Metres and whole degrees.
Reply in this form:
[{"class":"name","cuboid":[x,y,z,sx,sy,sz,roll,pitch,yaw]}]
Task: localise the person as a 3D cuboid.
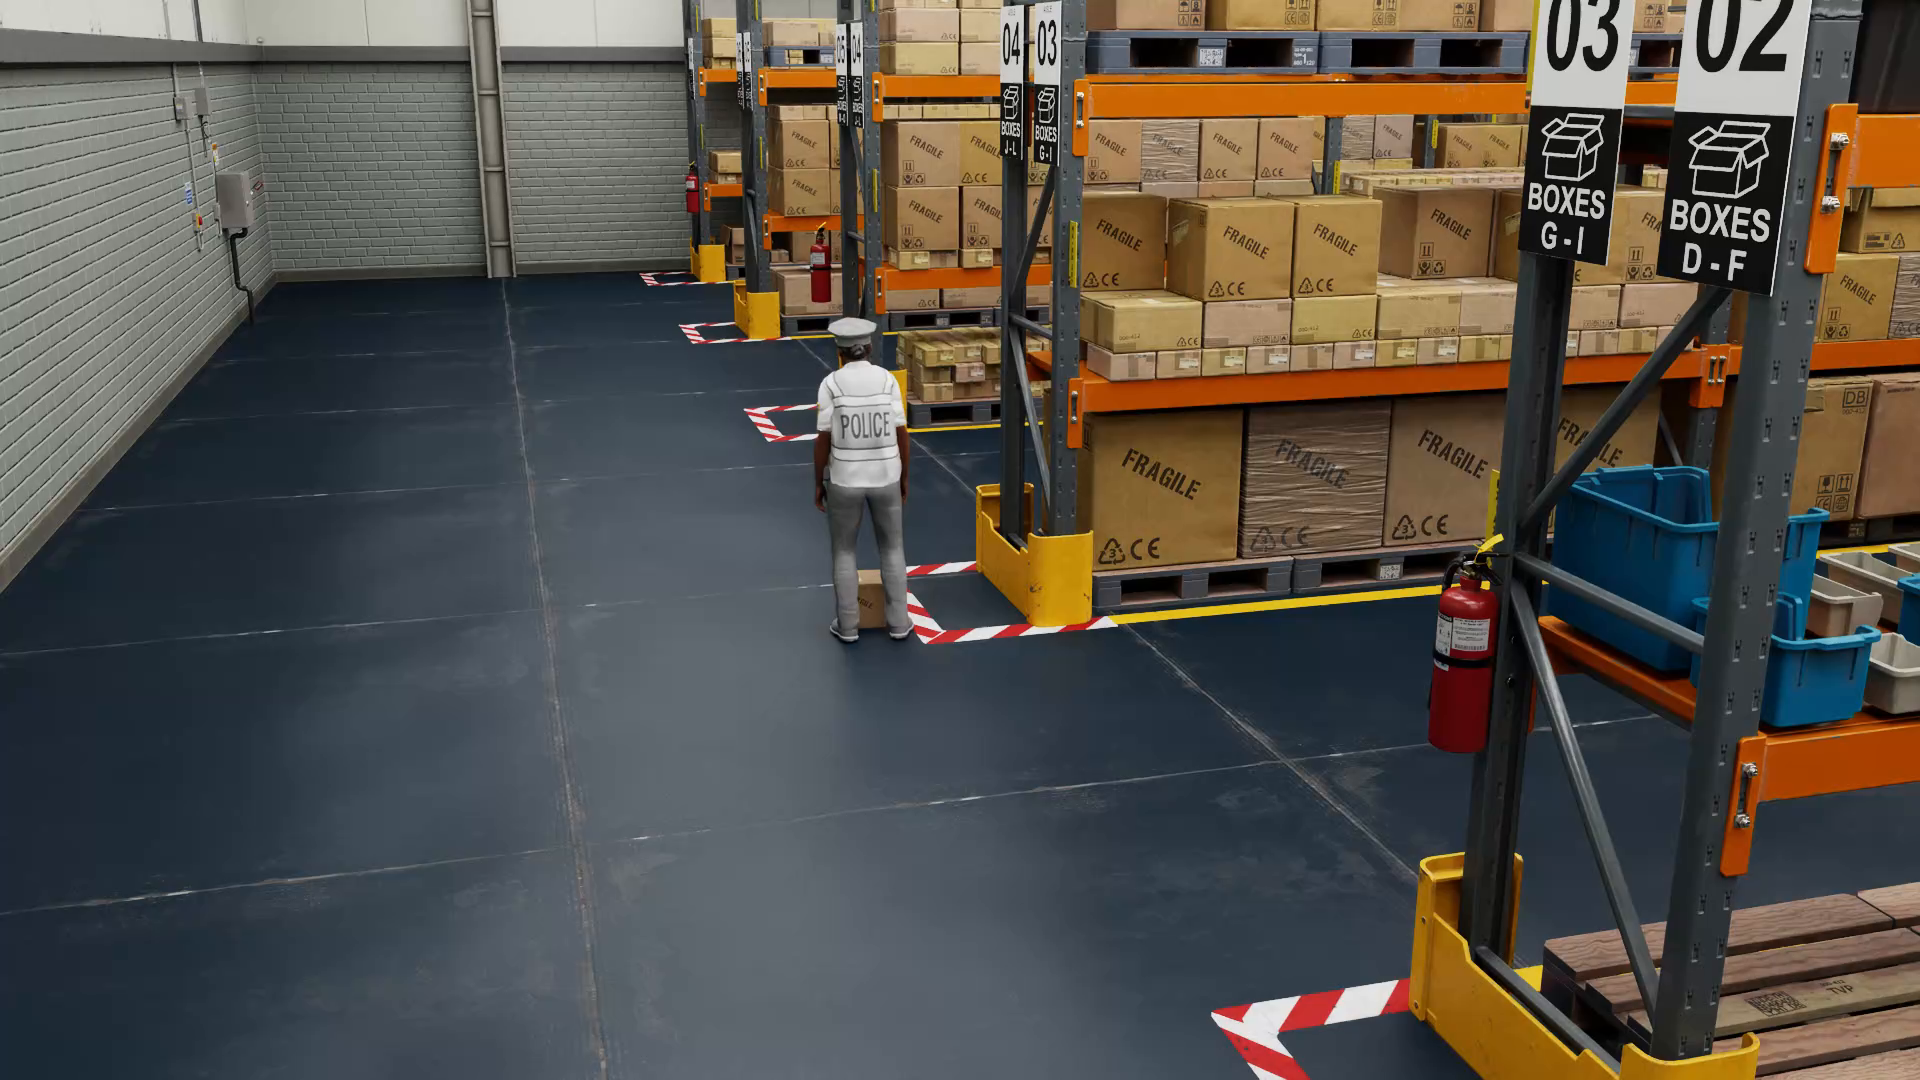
[{"class":"person","cuboid":[-0.489,-0.294,8.549,0.530,1.660,0.398,-3,16,-12]}]
